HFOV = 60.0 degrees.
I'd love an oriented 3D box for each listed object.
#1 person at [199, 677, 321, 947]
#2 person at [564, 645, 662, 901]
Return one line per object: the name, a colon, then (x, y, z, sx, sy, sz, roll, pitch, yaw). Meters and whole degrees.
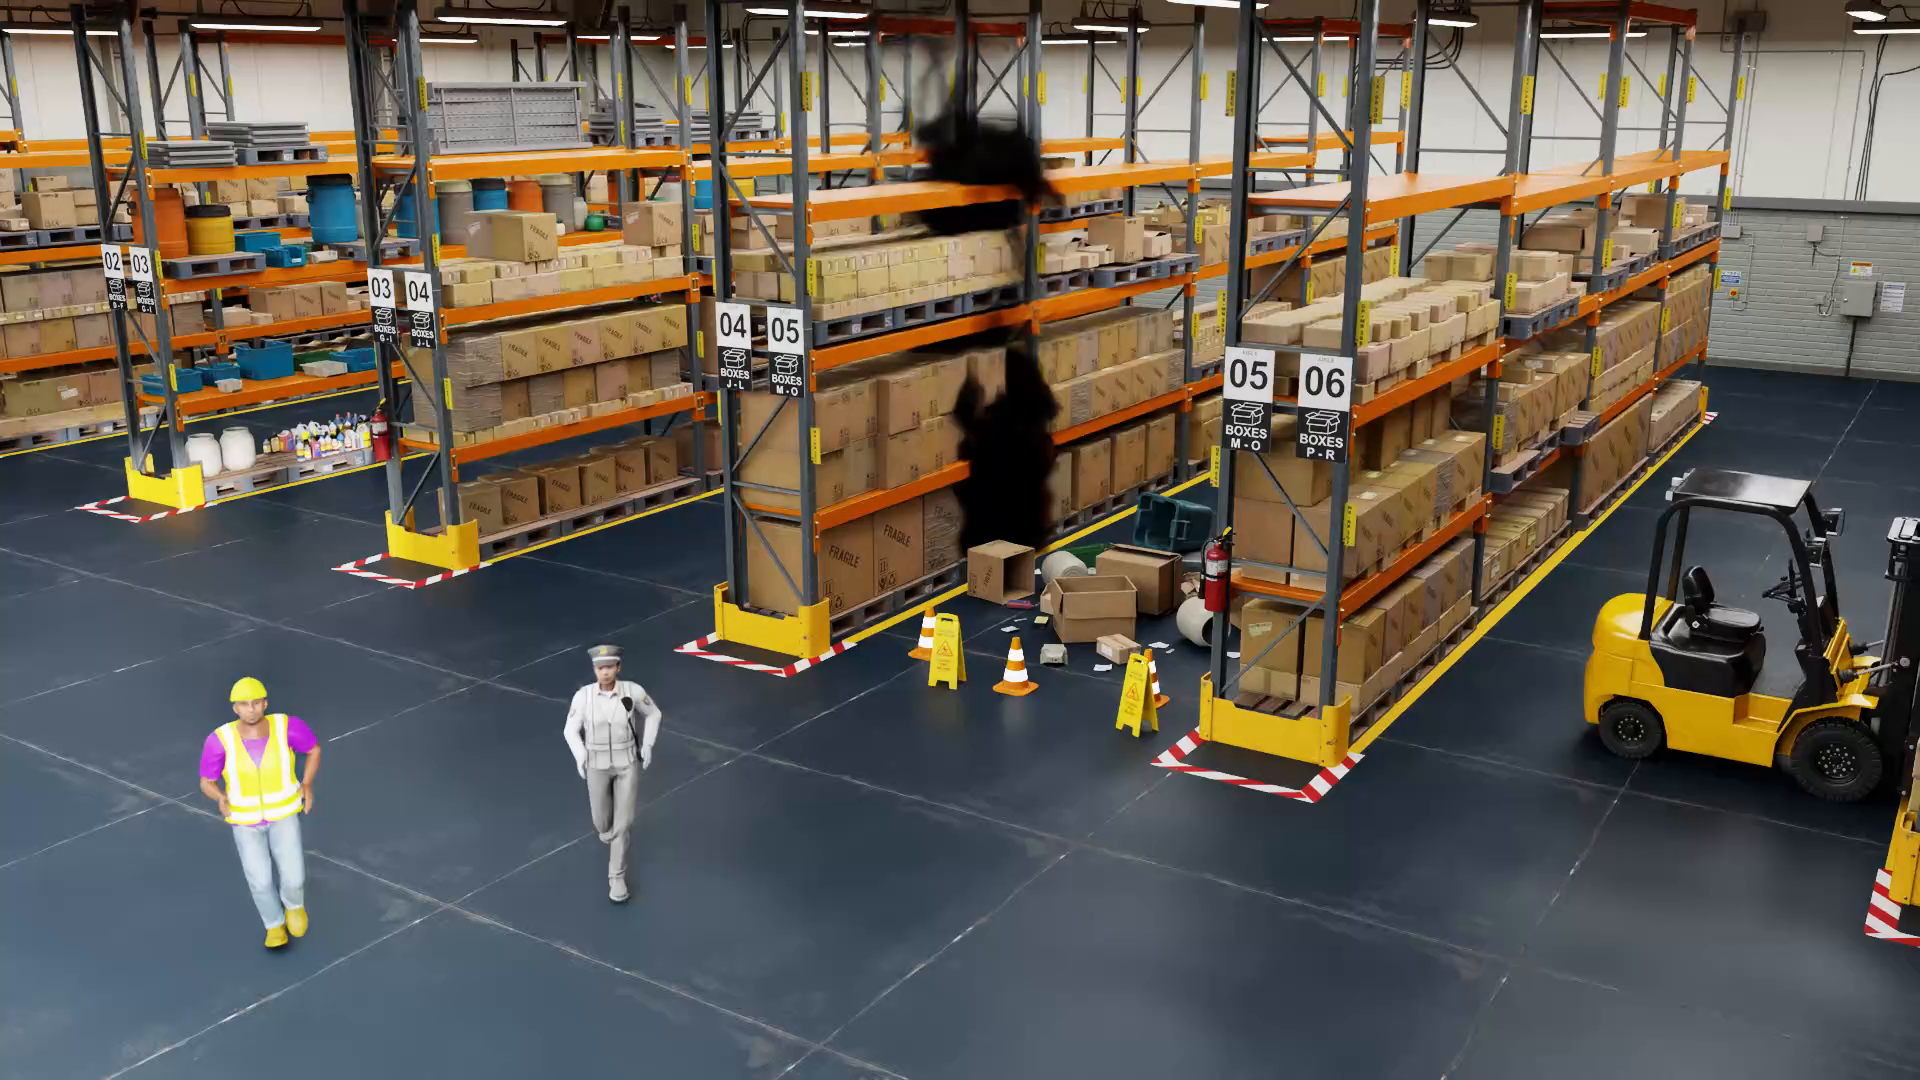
person: (-4.159, 1.663, 9.972, 0.686, 1.721, 0.597, -6, 17, -21)
person: (-2.264, 1.459, 10.926, 0.633, 1.662, 0.758, -3, 16, -10)
